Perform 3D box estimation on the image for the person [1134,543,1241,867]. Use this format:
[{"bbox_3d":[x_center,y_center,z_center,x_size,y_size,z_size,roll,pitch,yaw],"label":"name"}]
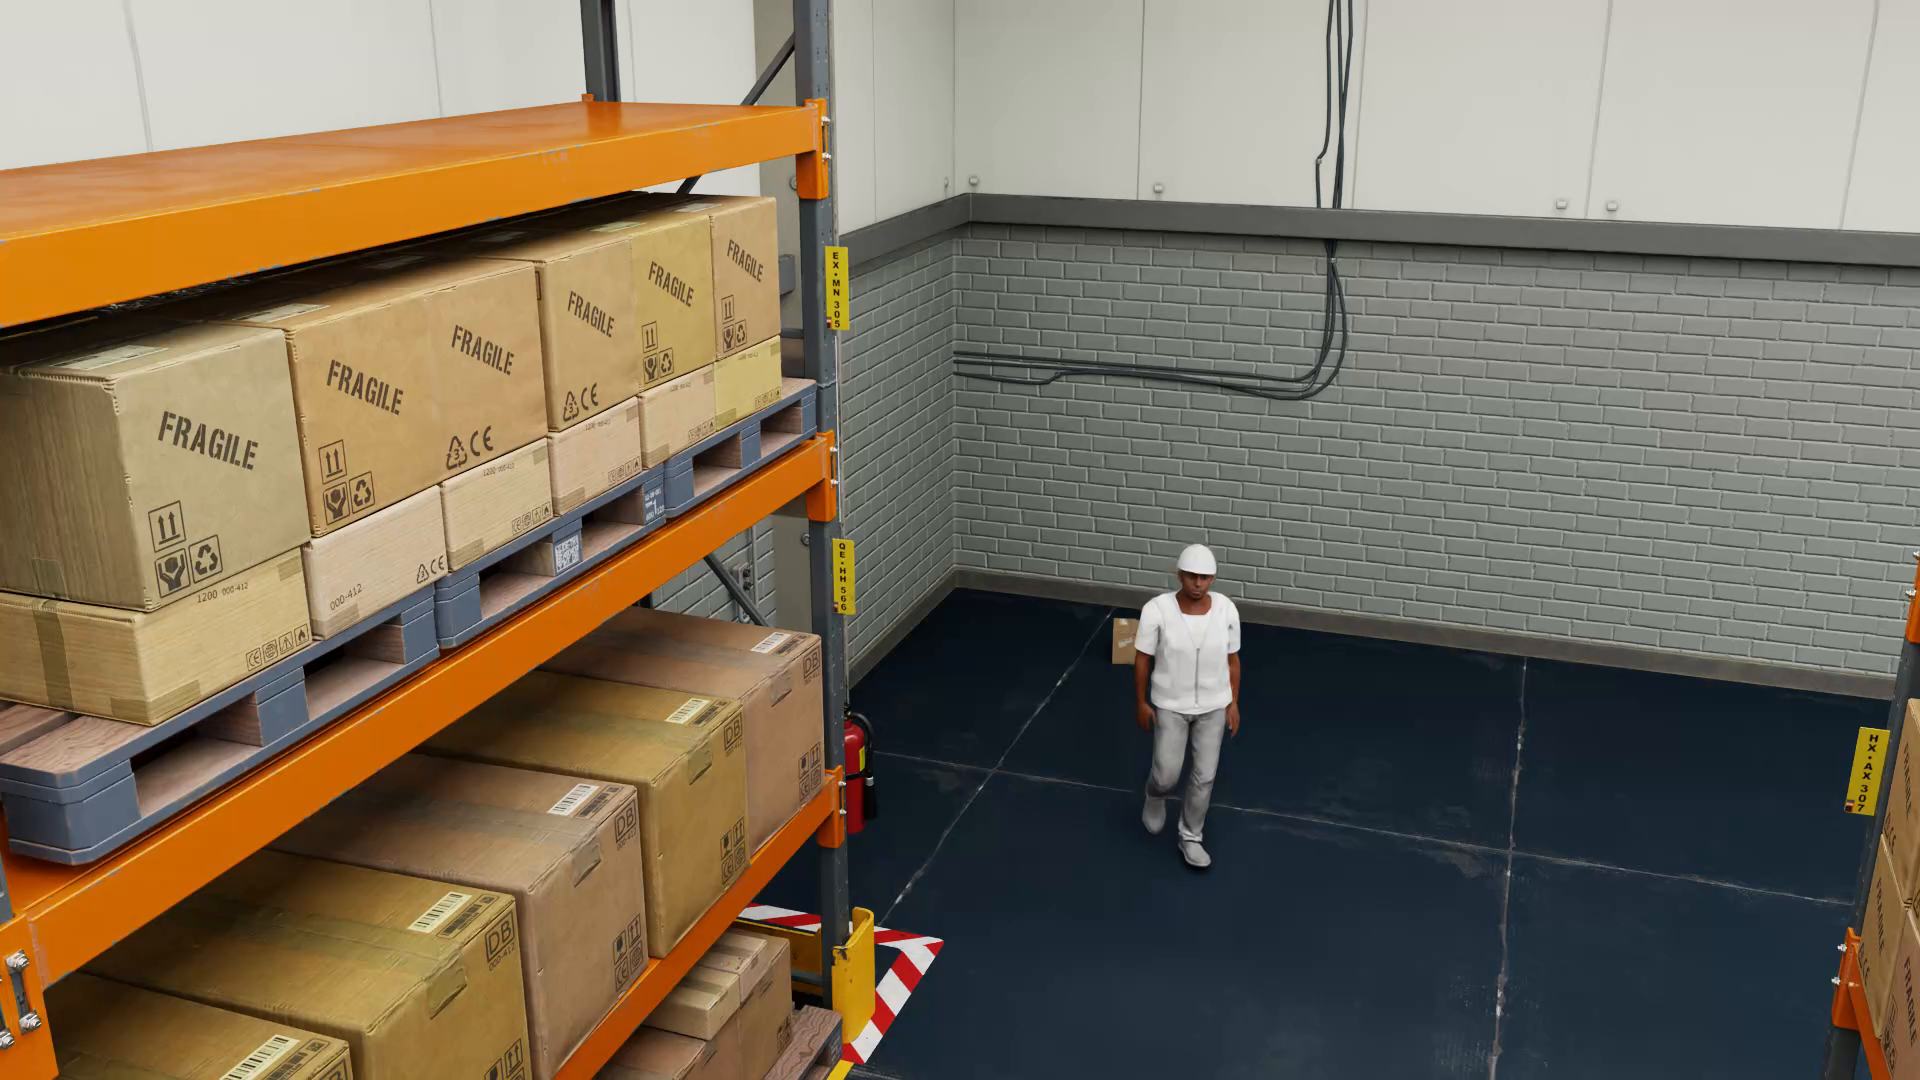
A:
[{"bbox_3d":[1.210,0.861,8.884,0.571,1.754,0.556,-2,19,-5],"label":"person"}]
